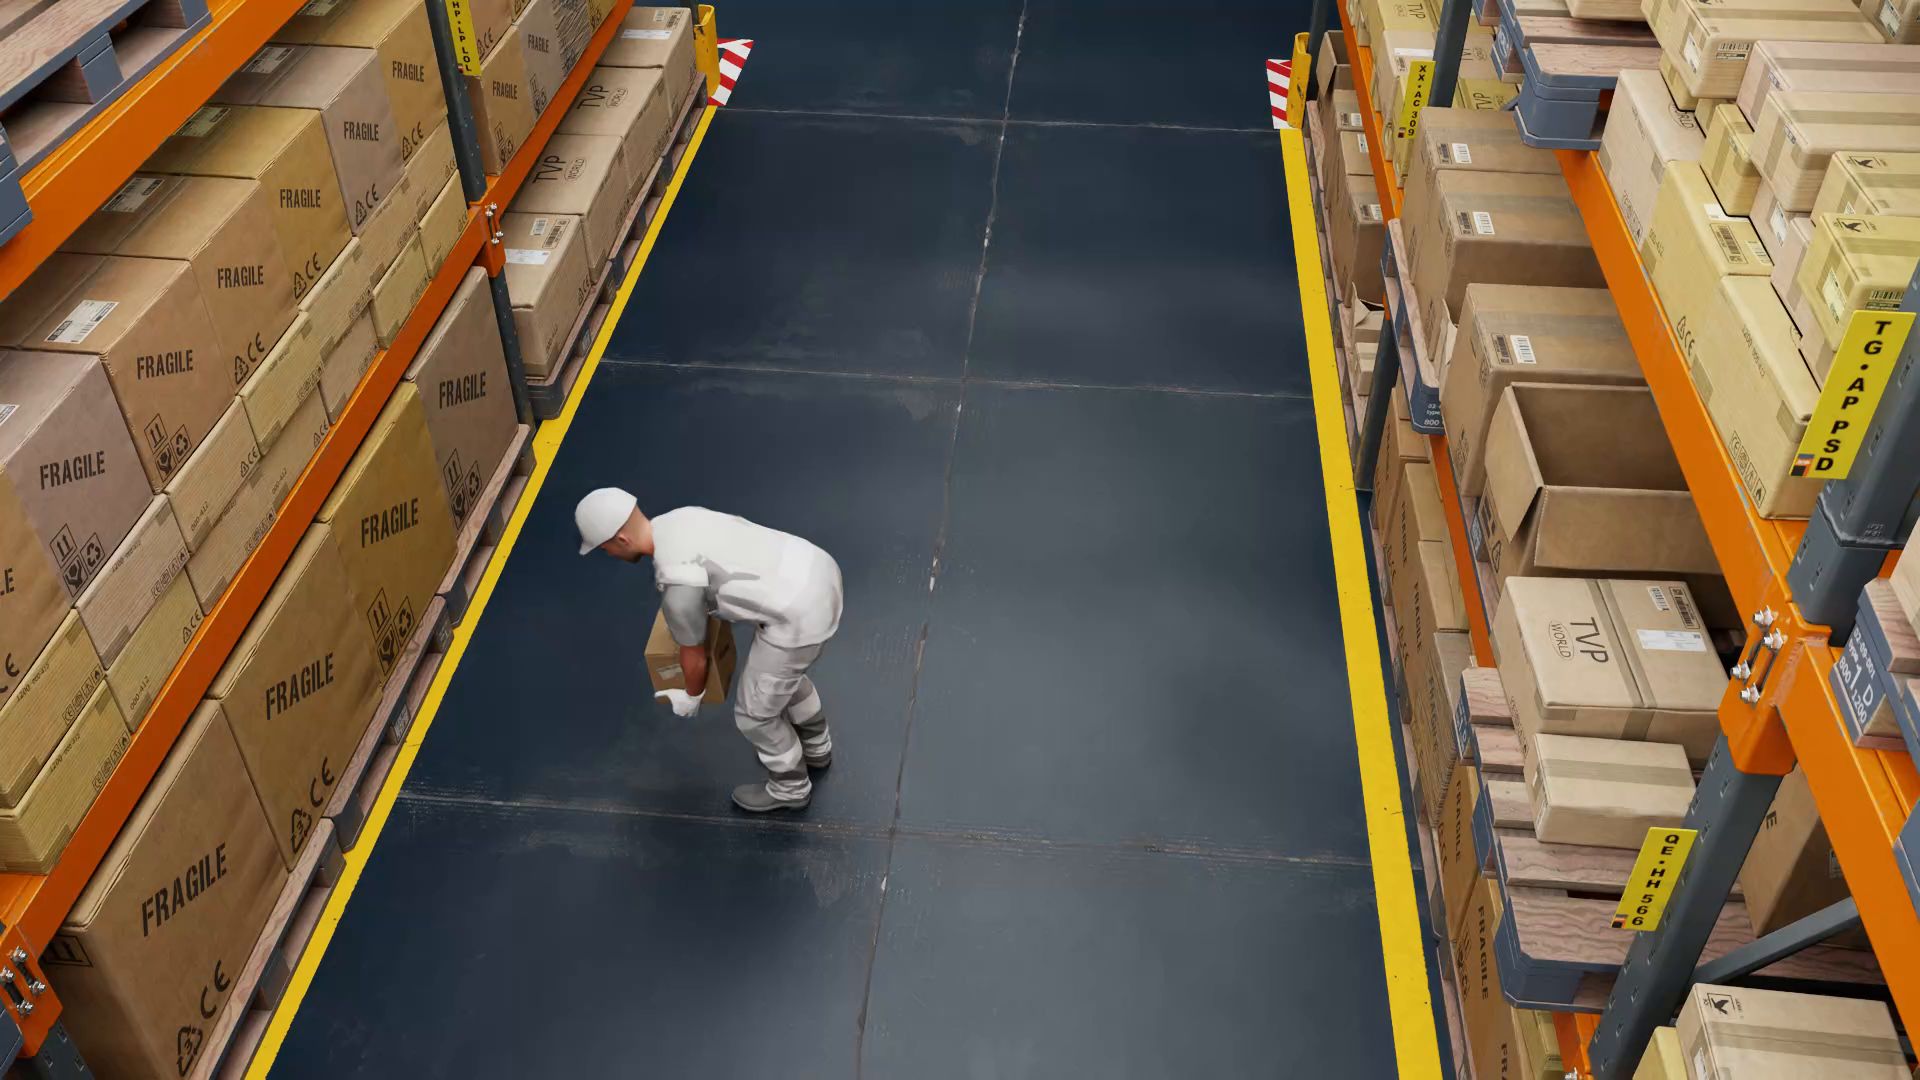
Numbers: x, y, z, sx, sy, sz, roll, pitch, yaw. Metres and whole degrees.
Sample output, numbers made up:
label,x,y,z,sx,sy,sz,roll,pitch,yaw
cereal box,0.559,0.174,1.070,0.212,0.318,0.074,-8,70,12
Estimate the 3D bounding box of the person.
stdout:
label,x,y,z,sx,sy,sz,roll,pitch,yaw
person,-0.852,0.385,5.974,0.886,1.401,0.485,2,40,3
